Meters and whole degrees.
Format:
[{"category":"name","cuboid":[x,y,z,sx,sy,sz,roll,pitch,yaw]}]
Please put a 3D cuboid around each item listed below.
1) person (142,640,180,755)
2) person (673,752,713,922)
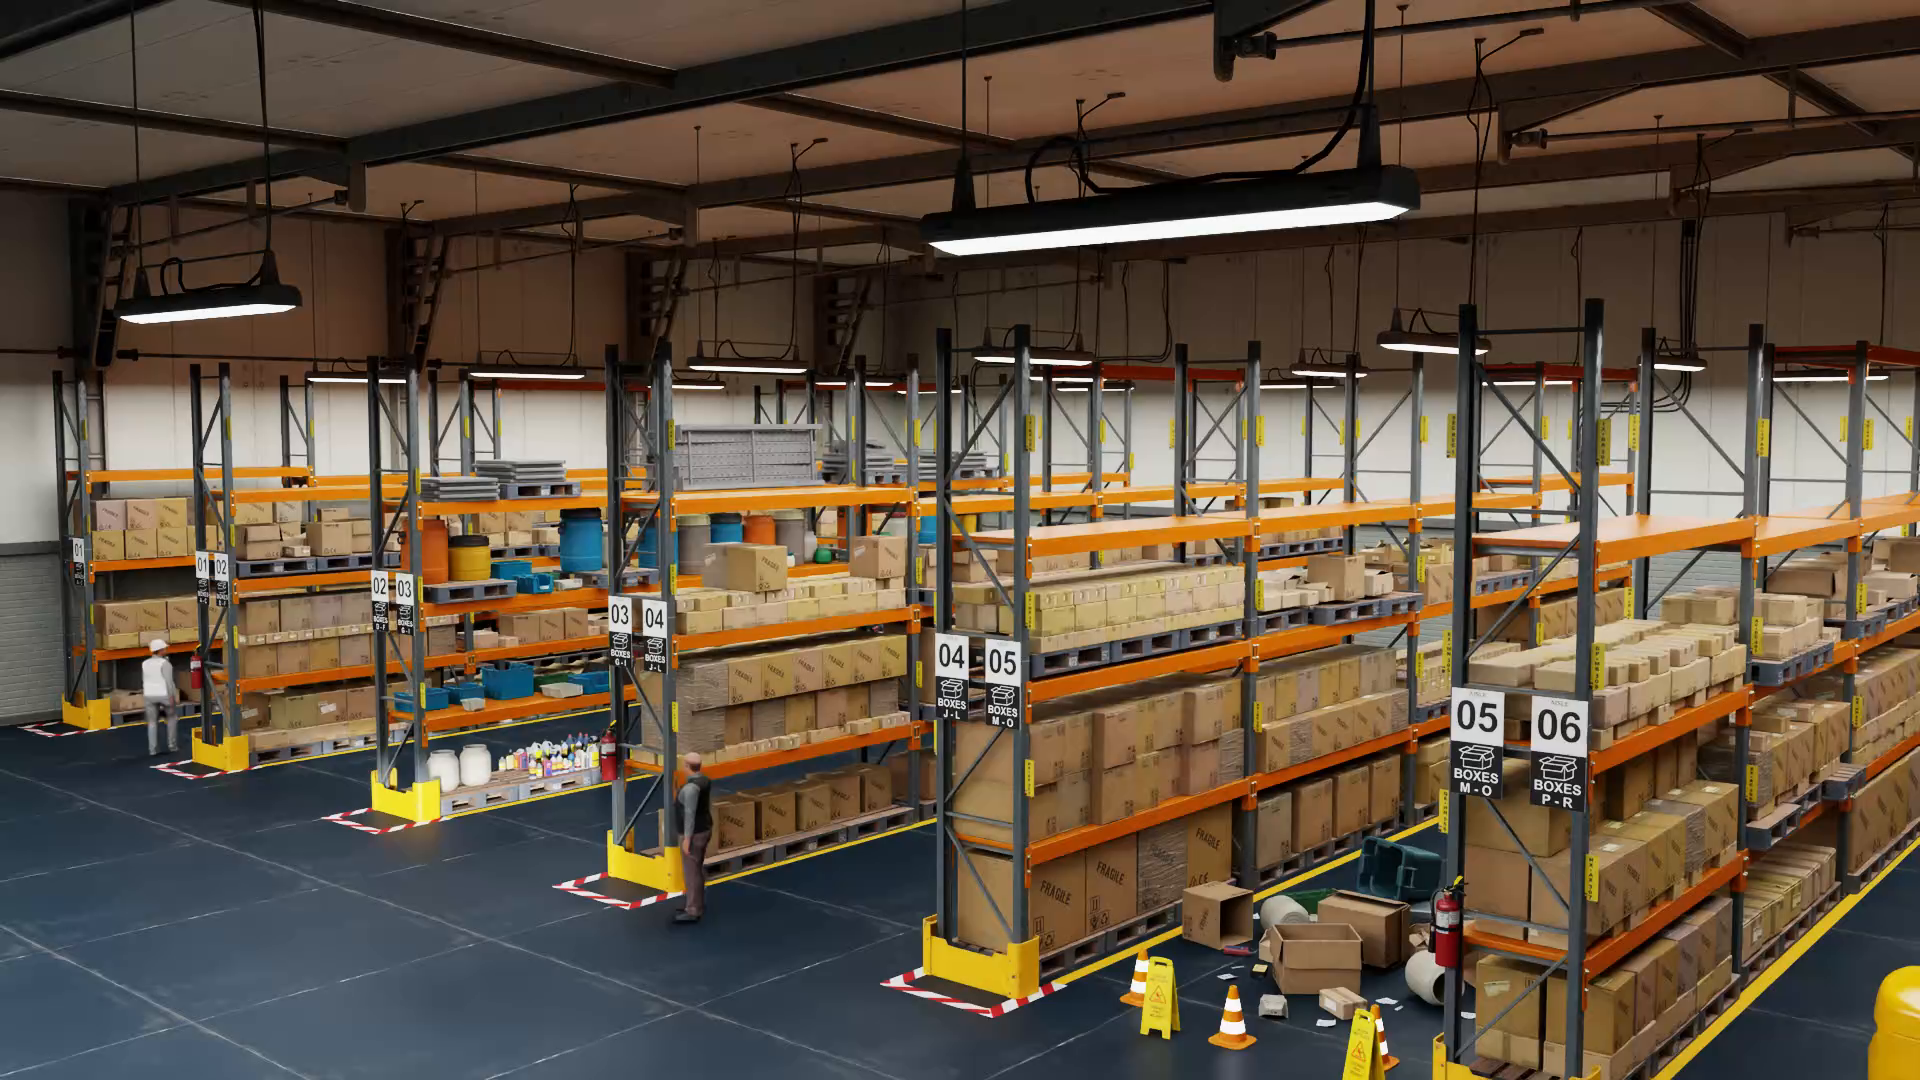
[{"category":"person","cuboid":[-12.408,2.449,25.757,0.492,1.819,0.648,-1,4,-17]},{"category":"person","cuboid":[-2.794,3.053,17.227,0.444,1.720,0.582,1,4,7]}]
